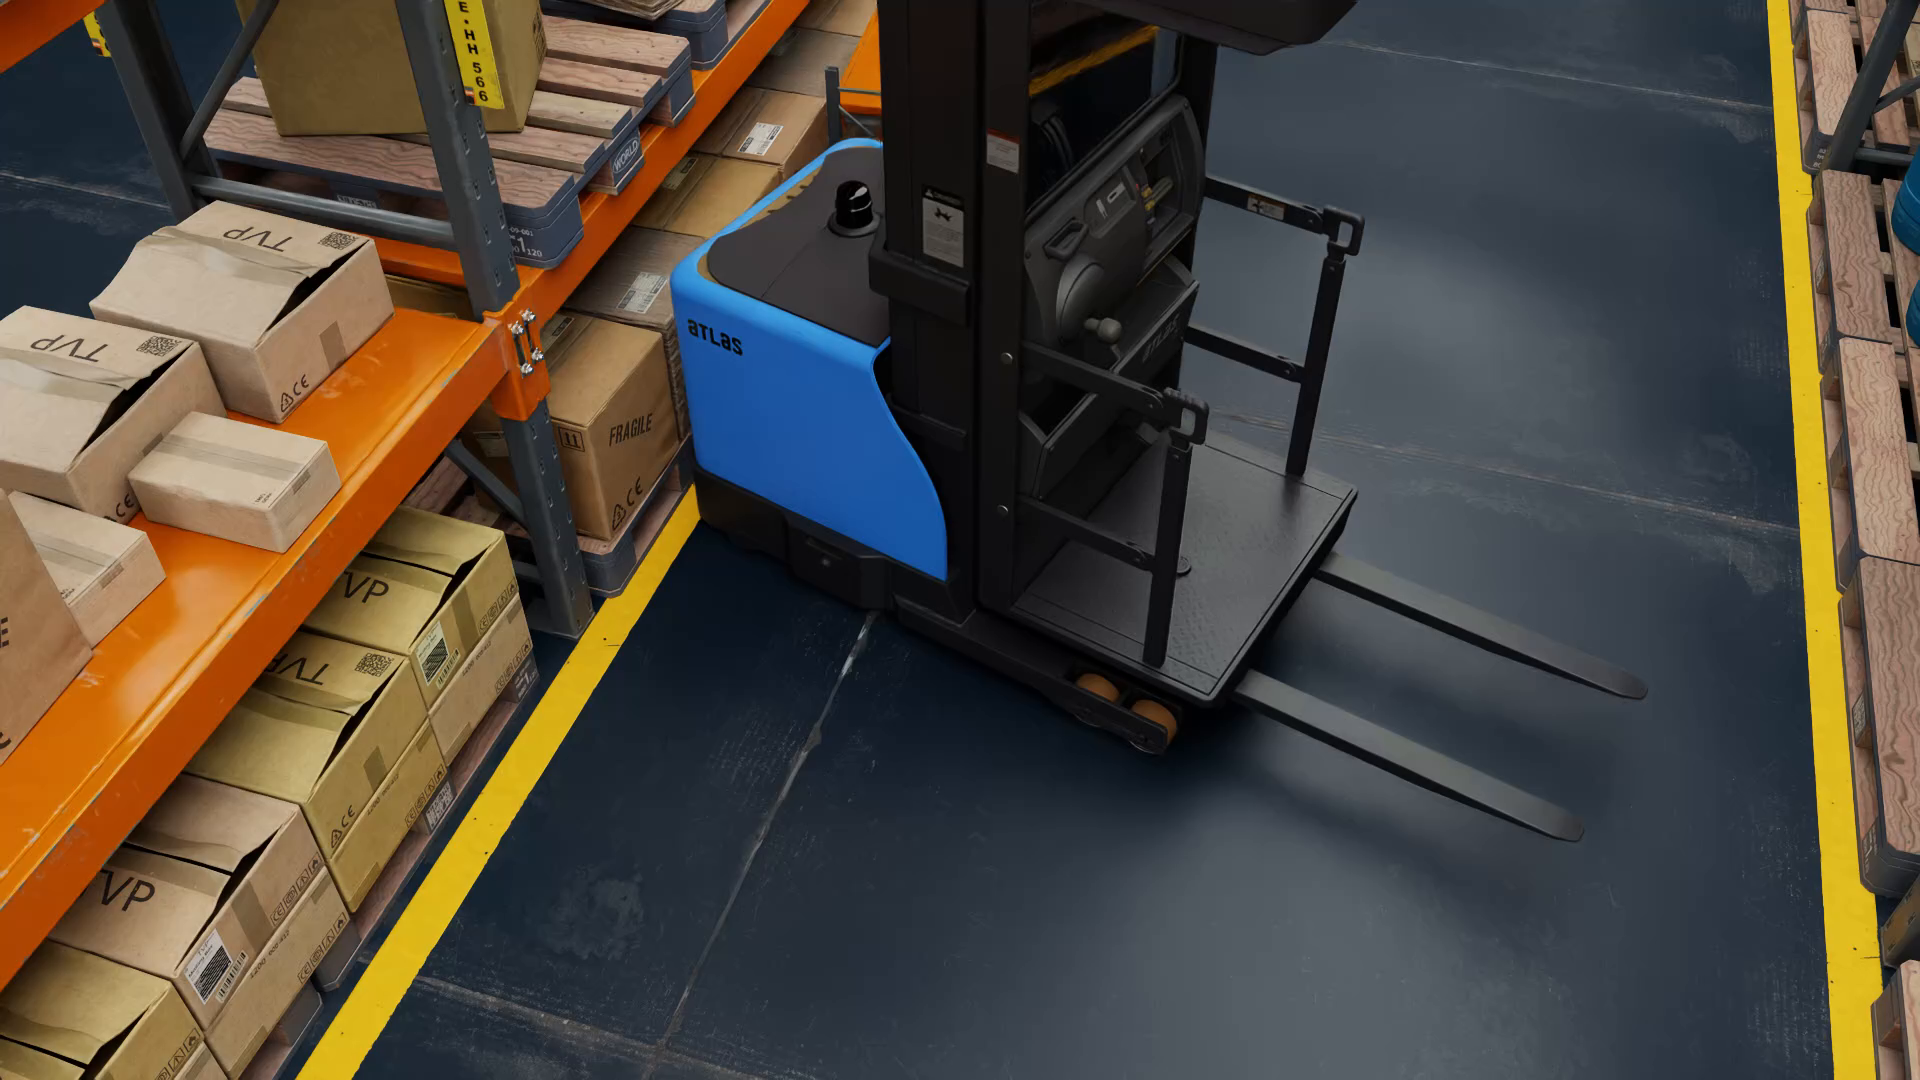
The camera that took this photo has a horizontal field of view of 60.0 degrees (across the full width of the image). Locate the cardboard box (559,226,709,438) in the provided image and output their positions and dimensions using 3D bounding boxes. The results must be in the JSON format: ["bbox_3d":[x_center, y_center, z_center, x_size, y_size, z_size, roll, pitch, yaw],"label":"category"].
[{"bbox_3d":[-1.135,-0.745,5.839,0.500,0.500,0.500,11,45,11],"label":"cardboard box"}]

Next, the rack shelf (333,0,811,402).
[{"bbox_3d":[-1.093,-1.964,6.126,1.077,0.370,4.000,13,46,13],"label":"rack shelf"}]

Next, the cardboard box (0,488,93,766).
[{"bbox_3d":[-2.191,0.198,3.331,0.500,0.500,0.500,10,45,10],"label":"cardboard box"}]

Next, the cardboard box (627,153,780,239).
[{"bbox_3d":[-0.979,-1.078,6.179,0.500,0.500,0.500,12,46,12],"label":"cardboard box"}]

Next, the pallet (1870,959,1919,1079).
[{"bbox_3d":[2.749,1.669,3.894,1.003,0.211,1.213,13,46,13],"label":"pallet"}]

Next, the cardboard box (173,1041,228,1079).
[{"bbox_3d":[-2.087,1.370,3.871,0.500,0.250,0.500,13,46,13],"label":"cardboard box"}]

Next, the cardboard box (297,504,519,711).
[{"bbox_3d":[-1.623,0.146,4.721,0.500,0.311,0.500,14,46,14],"label":"cardboard box"}]

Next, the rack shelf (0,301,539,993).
[{"bbox_3d":[-2.305,0.703,3.402,1.077,0.370,4.000,13,46,13],"label":"rack shelf"}]

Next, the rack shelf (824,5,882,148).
[{"bbox_3d":[-0.130,-1.780,6.346,0.538,0.278,1.000,8,45,8],"label":"rack shelf"}]

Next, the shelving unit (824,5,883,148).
[{"bbox_3d":[-0.130,-1.571,6.551,0.538,1.125,1.048,8,45,8],"label":"shelving unit"}]

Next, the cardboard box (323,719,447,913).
[{"bbox_3d":[-1.778,0.692,4.564,0.500,0.250,0.500,12,46,12],"label":"cardboard box"}]

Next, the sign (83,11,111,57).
[{"bbox_3d":[-2.219,-1.382,4.246,0.100,0.325,0.005,13,46,13],"label":"sign"}]

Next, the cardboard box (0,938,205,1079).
[{"bbox_3d":[-2.083,1.163,3.682,0.500,0.311,0.500,14,46,14],"label":"cardboard box"}]

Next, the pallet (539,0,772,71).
[{"bbox_3d":[-1.114,-2.116,5.905,1.003,0.211,1.213,13,46,13],"label":"pallet"}]

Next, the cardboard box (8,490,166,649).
[{"bbox_3d":[-2.031,0.064,3.719,0.380,0.149,0.250,16,47,15],"label":"cardboard box"}]

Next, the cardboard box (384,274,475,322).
[{"bbox_3d":[-1.639,-0.825,5.921,0.500,0.500,0.500,14,46,14],"label":"cardboard box"}]

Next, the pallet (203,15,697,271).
[{"bbox_3d":[-1.560,-1.286,5.057,1.213,0.211,1.003,13,46,13],"label":"pallet"}]

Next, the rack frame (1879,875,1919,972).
[{"bbox_3d":[3.021,0.164,3.438,1.000,3.000,0.127,13,46,13],"label":"rack frame"}]

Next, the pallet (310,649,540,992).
[{"bbox_3d":[-1.985,0.649,4.935,1.003,0.211,1.213,13,46,13],"label":"pallet"}]

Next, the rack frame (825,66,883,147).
[{"bbox_3d":[-0.226,-1.221,6.194,0.500,1.125,0.032,8,45,8],"label":"rack frame"}]

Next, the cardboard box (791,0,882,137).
[{"bbox_3d":[-0.522,-2.100,7.224,0.500,0.500,0.500,13,46,13],"label":"cardboard box"}]

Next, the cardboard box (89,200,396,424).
[{"bbox_3d":[-1.851,-0.623,4.305,0.500,0.311,0.500,15,46,15],"label":"cardboard box"}]

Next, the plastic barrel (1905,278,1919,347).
[{"bbox_3d":[3.837,-1.071,5.900,0.600,0.901,0.708,13,46,13],"label":"plastic barrel"}]

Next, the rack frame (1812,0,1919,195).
[{"bbox_3d":[4.232,-2.502,6.162,1.000,3.000,0.127,13,46,13],"label":"rack frame"}]

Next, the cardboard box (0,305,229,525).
[{"bbox_3d":[-2.154,-0.301,3.976,0.500,0.311,0.500,12,46,12],"label":"cardboard box"}]

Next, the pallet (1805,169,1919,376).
[{"bbox_3d":[3.959,-1.000,6.621,1.003,0.211,1.213,13,46,13],"label":"pallet"}]

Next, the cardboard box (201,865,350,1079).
[{"bbox_3d":[-1.934,1.026,4.222,0.500,0.250,0.500,14,46,13],"label":"cardboard box"}]

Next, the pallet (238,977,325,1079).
[{"bbox_3d":[-2.357,1.460,4.107,1.003,0.211,1.213,13,46,13],"label":"pallet"}]

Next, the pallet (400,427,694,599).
[{"bbox_3d":[-1.437,-0.381,5.988,1.003,0.211,1.213,13,46,13],"label":"pallet"}]

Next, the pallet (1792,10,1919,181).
[{"bbox_3d":[4.418,-2.004,7.647,1.003,0.211,1.213,13,46,13],"label":"pallet"}]

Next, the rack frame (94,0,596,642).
[{"bbox_3d":[-1.699,-0.888,4.512,1.000,3.000,0.127,13,46,13],"label":"rack frame"}]

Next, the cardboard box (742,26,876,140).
[{"bbox_3d":[-0.674,-1.766,6.883,0.500,0.500,0.500,13,46,13],"label":"cardboard box"}]

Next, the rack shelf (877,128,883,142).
[{"bbox_3d":[-0.130,-1.396,6.722,0.538,0.278,1.000,8,45,8],"label":"rack shelf"}]

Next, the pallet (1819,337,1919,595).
[{"bbox_3d":[3.591,-0.184,5.787,1.003,0.211,1.213,13,46,13],"label":"pallet"}]

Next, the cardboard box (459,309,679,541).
[{"bbox_3d":[-1.289,-0.394,5.481,0.500,0.500,0.500,14,46,14],"label":"cardboard box"}]

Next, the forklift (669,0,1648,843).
[{"bbox_3d":[0.611,-0.824,4.497,3.031,2.935,1.130,24,49,23],"label":"forklift"}]

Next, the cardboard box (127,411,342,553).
[{"bbox_3d":[-1.708,-0.140,3.928,0.380,0.149,0.250,13,46,13],"label":"cardboard box"}]

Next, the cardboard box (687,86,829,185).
[{"bbox_3d":[-0.826,-1.427,6.536,0.500,0.500,0.500,11,45,11],"label":"cardboard box"}]

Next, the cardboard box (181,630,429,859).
[{"bbox_3d":[-1.774,0.494,4.366,0.500,0.311,0.500,12,46,12],"label":"cardboard box"}]

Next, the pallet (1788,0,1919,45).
[{"bbox_3d":[4.785,-2.820,8.481,1.003,0.211,1.213,13,46,13],"label":"pallet"}]

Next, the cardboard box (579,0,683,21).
[{"bbox_3d":[-1.157,-2.086,5.366,0.700,0.500,0.500,21,48,20],"label":"cardboard box"}]

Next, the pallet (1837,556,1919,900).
[{"bbox_3d":[3.220,0.626,4.959,1.003,0.211,1.213,13,46,13],"label":"pallet"}]

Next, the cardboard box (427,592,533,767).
[{"bbox_3d":[-1.626,0.347,4.916,0.500,0.250,0.500,14,46,13],"label":"cardboard box"}]

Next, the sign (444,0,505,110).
[{"bbox_3d":[-1.169,-1.186,3.990,0.100,0.325,0.005,13,46,13],"label":"sign"}]

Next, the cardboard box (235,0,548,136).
[{"bbox_3d":[-1.616,-1.517,4.784,0.700,0.500,0.500,-1,44,-1],"label":"cardboard box"}]

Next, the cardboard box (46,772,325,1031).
[{"bbox_3d":[-1.929,0.829,4.022,0.500,0.311,0.500,12,46,12],"label":"cardboard box"}]

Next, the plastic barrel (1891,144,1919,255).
[{"bbox_3d":[4.051,-1.543,6.383,0.600,0.901,0.708,13,46,13],"label":"plastic barrel"}]
